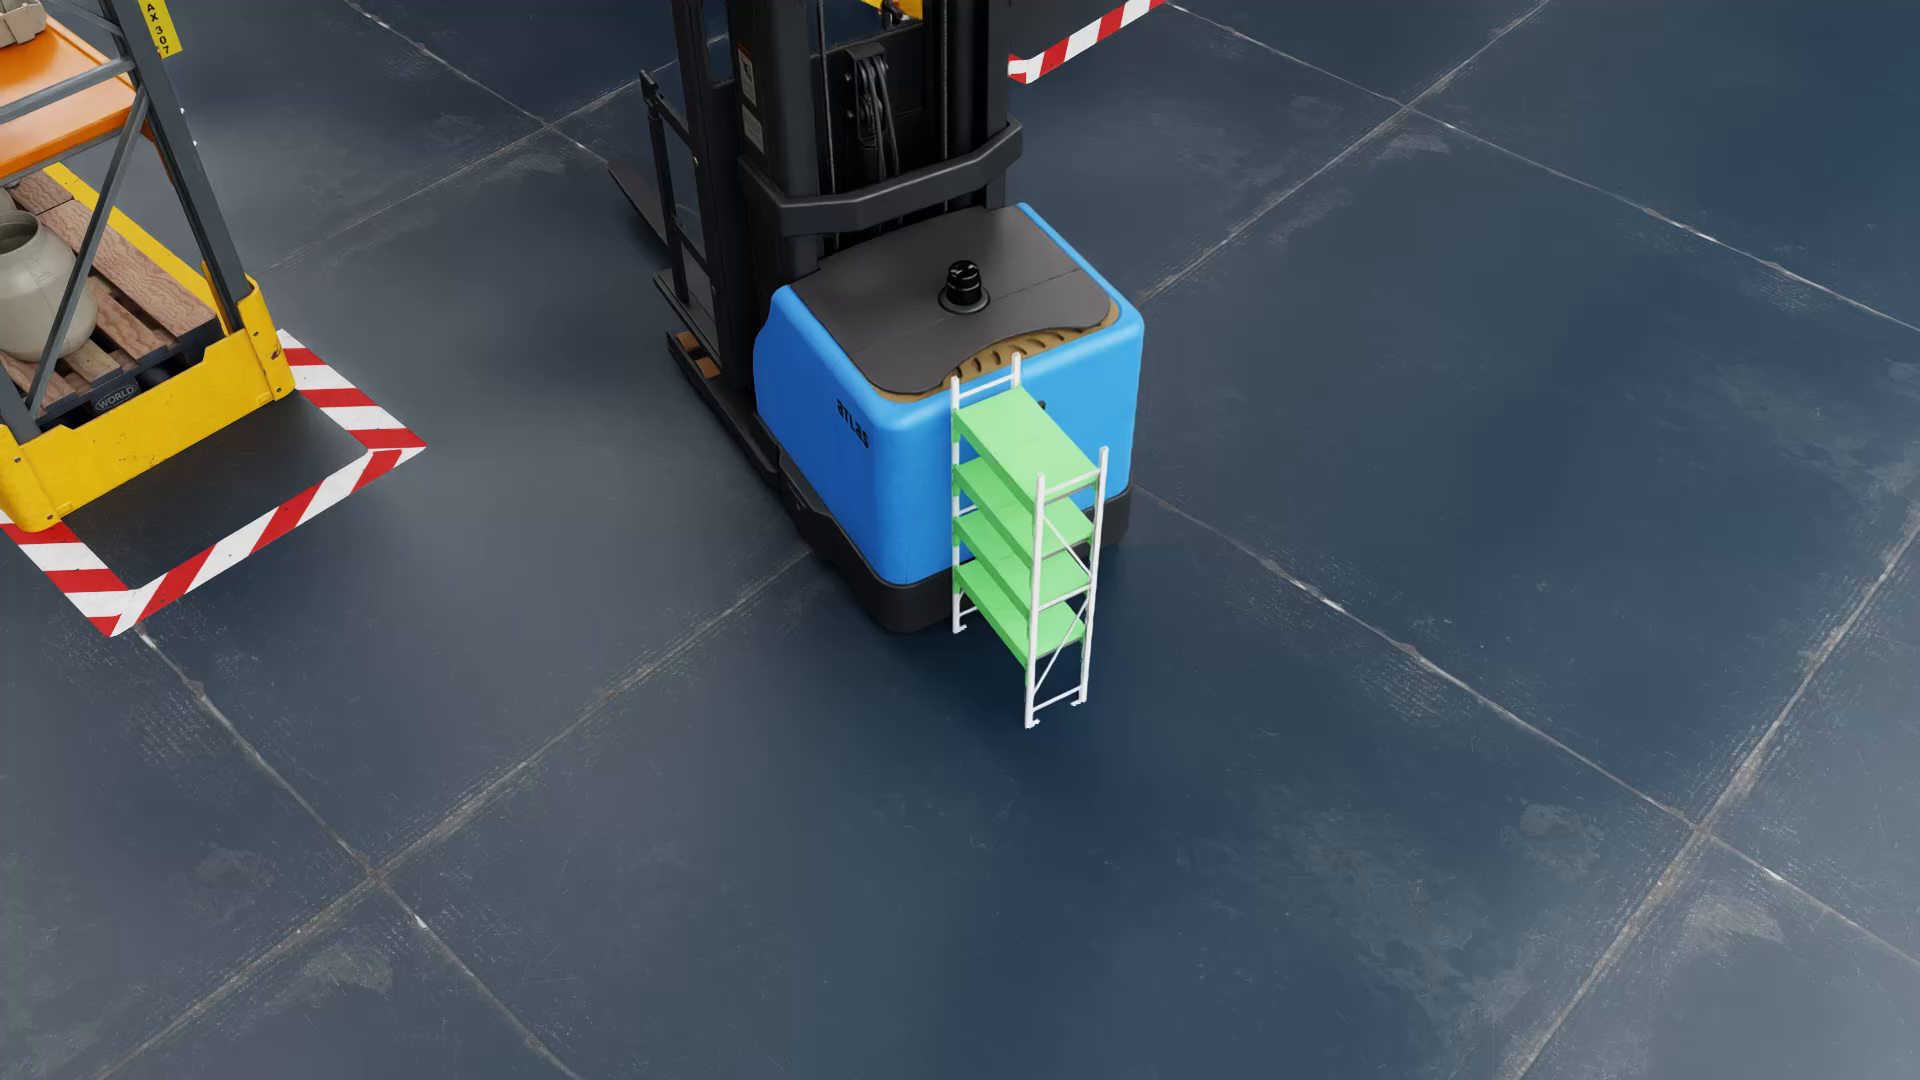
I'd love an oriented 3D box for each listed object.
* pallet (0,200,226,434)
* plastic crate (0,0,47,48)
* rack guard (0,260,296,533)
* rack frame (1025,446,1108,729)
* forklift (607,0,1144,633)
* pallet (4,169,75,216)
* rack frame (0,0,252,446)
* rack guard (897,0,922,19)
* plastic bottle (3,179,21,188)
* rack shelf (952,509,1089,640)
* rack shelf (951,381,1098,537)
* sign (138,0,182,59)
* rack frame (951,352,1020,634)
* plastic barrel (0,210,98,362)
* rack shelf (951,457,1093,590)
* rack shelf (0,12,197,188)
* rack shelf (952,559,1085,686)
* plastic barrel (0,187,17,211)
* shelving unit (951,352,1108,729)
[{"bbox_3d":[-3.824,-0.882,6.934,1.213,0.211,1.003,34,55,28],"label":"pallet"},{"bbox_3d":[-3.583,-1.945,6.199,0.250,0.136,0.298,34,55,28],"label":"plastic crate"},{"bbox_3d":[-3.231,-0.577,6.449,0.348,0.500,1.175,34,55,28],"label":"rack guard"},{"bbox_3d":[0.327,0.184,5.254,0.240,1.200,0.015,-23,51,-20],"label":"rack frame"},{"bbox_3d":[-0.551,-1.744,5.877,1.130,2.935,3.031,-23,51,-20],"label":"forklift"},{"bbox_3d":[-4.717,-1.486,7.500,1.213,0.211,1.003,34,55,28],"label":"pallet"},{"bbox_3d":[-3.143,-1.420,5.526,0.127,3.000,1.000,34,55,28],"label":"rack frame"},{"bbox_3d":[0.160,-3.255,8.964,0.348,0.500,1.175,34,55,28],"label":"rack guard"},{"bbox_3d":[-4.264,-1.700,7.358,0.097,0.271,0.097,0,47,0],"label":"plastic bottle"},{"bbox_3d":[0.203,0.074,5.445,0.258,0.148,0.480,-23,51,-20],"label":"rack shelf"},{"bbox_3d":[0.203,-0.255,5.095,0.258,0.148,0.480,-23,51,-20],"label":"rack shelf"},{"bbox_3d":[-2.767,-1.807,5.699,0.005,0.325,0.100,34,55,28],"label":"sign"},{"bbox_3d":[0.080,-0.123,5.543,0.240,1.200,0.015,-23,51,-20],"label":"rack frame"},{"bbox_3d":[-3.679,-0.997,6.547,0.421,0.512,0.421,0,47,0],"label":"plastic barrel"},{"bbox_3d":[0.203,-0.090,5.270,0.258,0.148,0.480,-23,51,-20],"label":"rack shelf"},{"bbox_3d":[-4.613,-2.163,6.716,4.000,0.370,1.077,34,55,28],"label":"rack shelf"},{"bbox_3d":[0.203,0.238,5.620,0.258,0.148,0.480,-23,51,-20],"label":"rack shelf"},{"bbox_3d":[-4.047,-1.244,6.779,0.421,0.512,0.421,0,47,0],"label":"plastic barrel"},{"bbox_3d":[0.203,0.030,5.399,0.258,1.200,0.503,-23,51,-20],"label":"shelving unit"}]
